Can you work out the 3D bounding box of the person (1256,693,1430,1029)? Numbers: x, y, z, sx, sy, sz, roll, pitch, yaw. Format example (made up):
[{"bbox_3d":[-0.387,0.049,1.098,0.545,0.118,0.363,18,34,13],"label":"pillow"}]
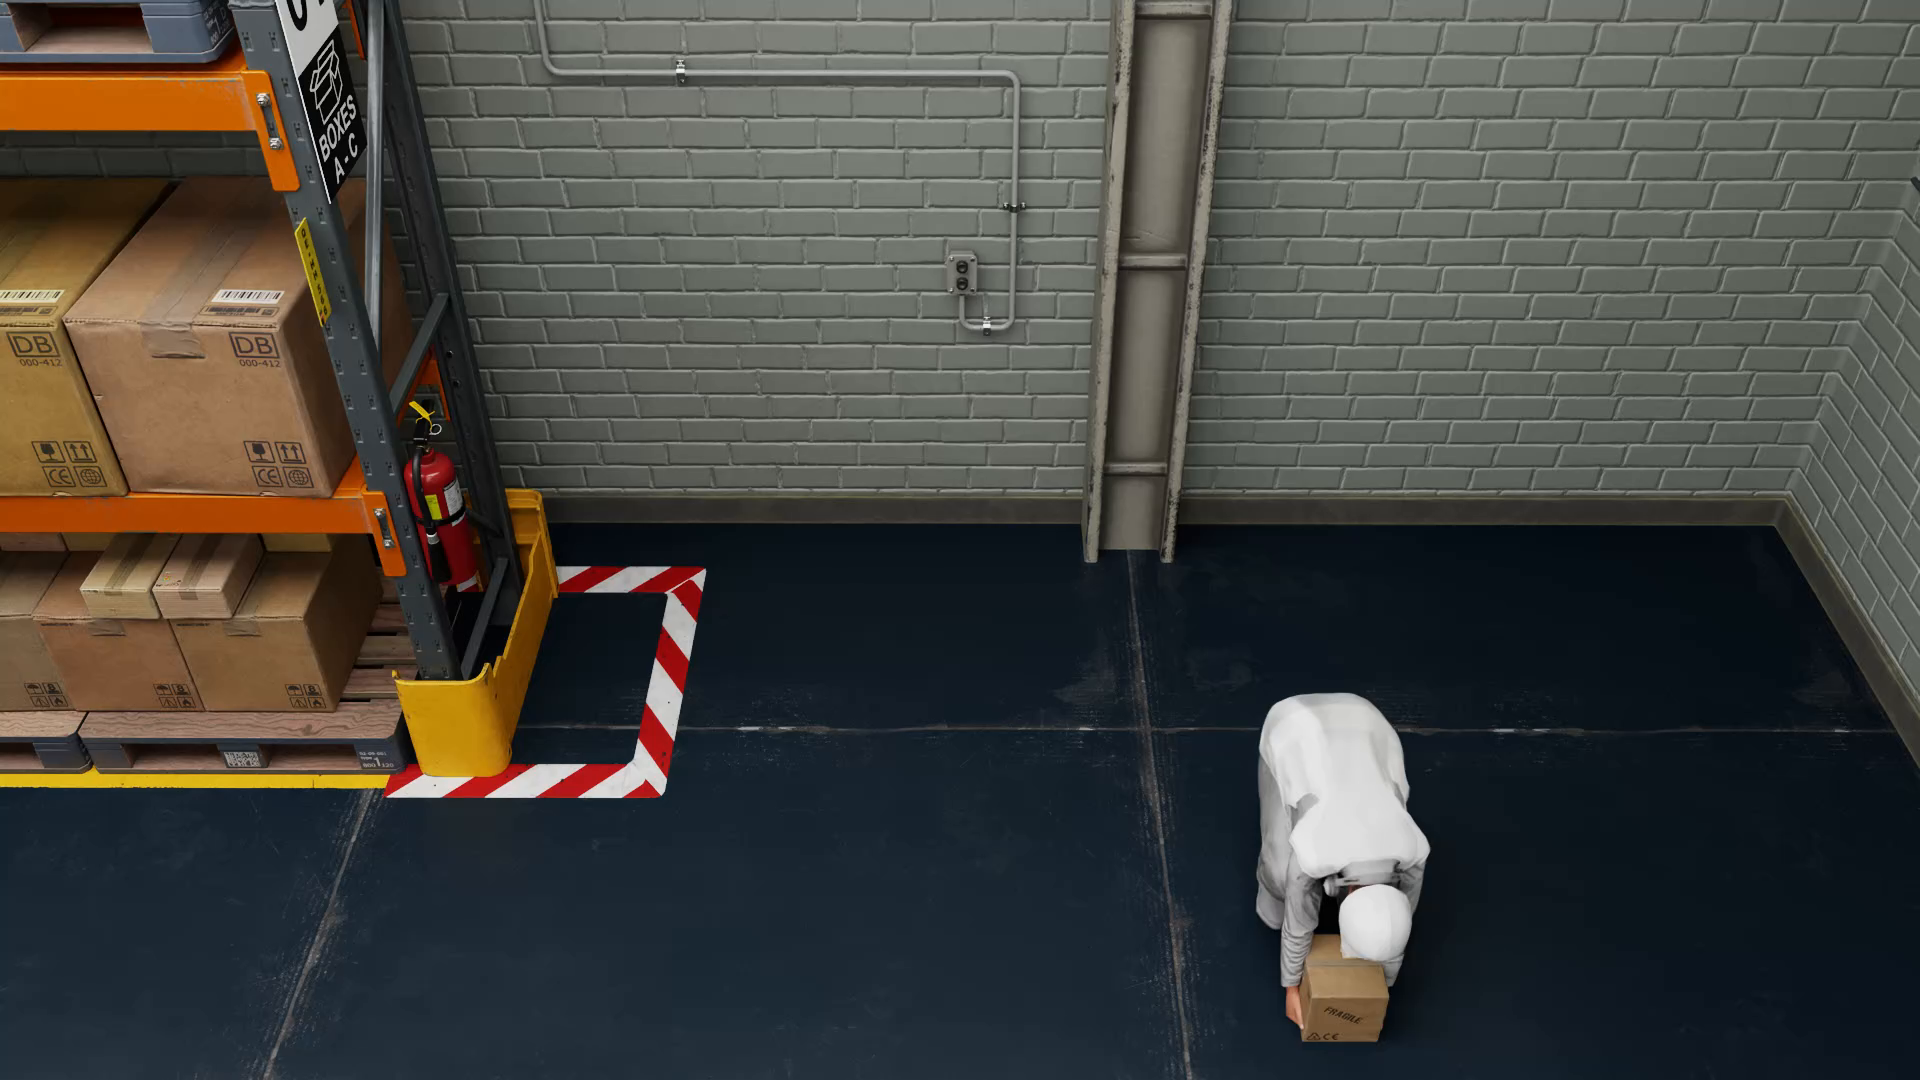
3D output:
[{"bbox_3d":[1.268,1.075,5.548,0.518,0.885,1.004,-1,39,-2],"label":"person"}]
